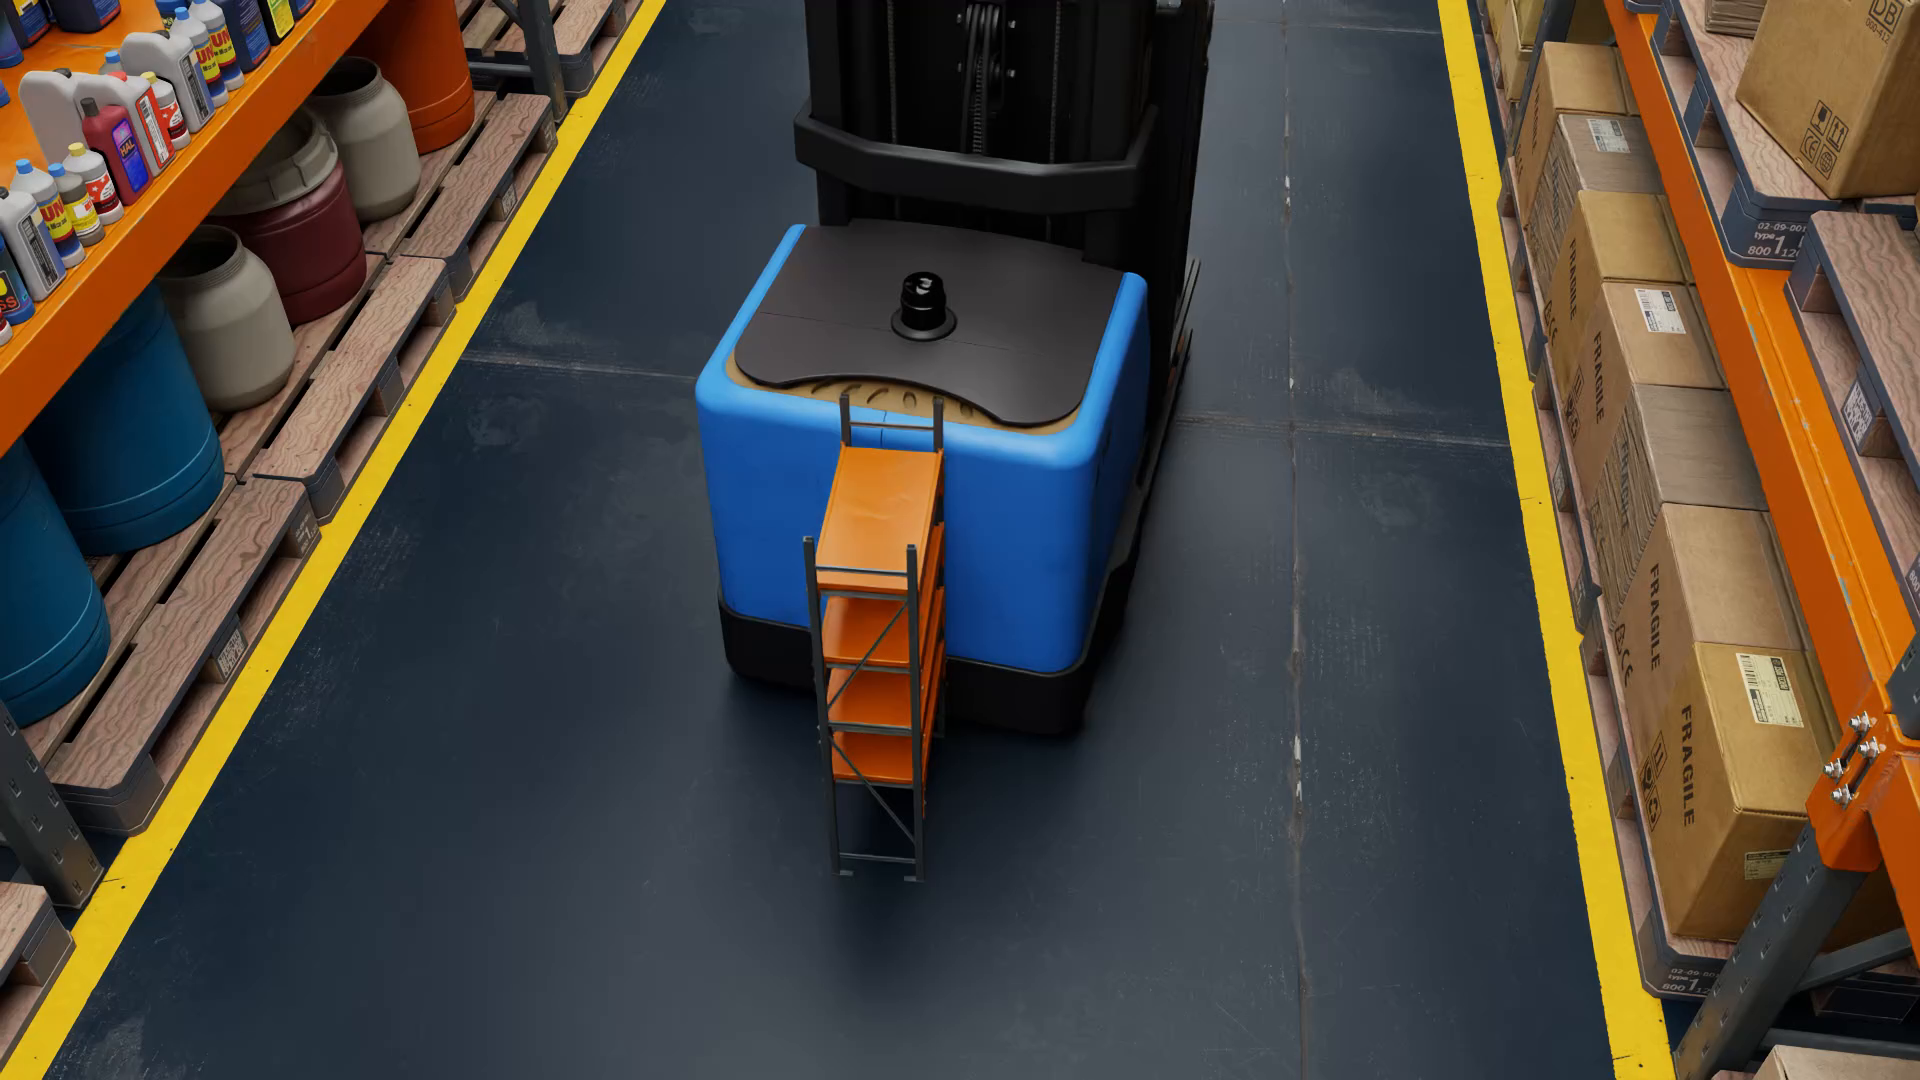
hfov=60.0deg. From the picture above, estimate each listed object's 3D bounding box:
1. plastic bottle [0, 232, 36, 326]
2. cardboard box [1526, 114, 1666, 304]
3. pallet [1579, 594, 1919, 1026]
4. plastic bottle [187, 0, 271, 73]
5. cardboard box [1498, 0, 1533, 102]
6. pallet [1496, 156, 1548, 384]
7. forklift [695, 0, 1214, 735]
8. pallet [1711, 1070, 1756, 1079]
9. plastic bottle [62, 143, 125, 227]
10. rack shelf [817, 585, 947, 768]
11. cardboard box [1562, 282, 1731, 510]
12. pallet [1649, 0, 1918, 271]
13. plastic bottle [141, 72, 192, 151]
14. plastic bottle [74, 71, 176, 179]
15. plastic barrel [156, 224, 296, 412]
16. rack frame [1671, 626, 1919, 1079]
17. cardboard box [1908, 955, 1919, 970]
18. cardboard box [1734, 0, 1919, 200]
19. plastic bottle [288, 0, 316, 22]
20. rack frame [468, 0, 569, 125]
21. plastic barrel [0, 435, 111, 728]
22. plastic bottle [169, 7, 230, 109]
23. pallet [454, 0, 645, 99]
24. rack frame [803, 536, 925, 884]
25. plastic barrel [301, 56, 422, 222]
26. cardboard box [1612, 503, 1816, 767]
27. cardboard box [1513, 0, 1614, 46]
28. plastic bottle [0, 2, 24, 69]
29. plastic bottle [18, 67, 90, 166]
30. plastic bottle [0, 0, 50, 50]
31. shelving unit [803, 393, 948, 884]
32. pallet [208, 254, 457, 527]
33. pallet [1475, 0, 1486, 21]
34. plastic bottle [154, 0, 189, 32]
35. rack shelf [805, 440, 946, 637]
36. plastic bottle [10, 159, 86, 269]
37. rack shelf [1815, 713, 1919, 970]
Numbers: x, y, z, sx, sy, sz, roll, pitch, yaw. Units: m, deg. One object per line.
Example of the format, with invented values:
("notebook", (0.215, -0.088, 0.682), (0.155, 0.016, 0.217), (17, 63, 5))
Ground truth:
("plastic bottle", (-2.231, -0.630, 3.827), (0.097, 0.271, 0.097), (0, 43, 0))
("cardboard box", (2.301, -1.112, 5.741), (0.500, 0.500, 0.500), (4, 44, 4))
("pallet", (2.249, 0.680, 4.379), (1.003, 0.211, 1.213), (5, 44, 6))
("plastic bottle", (-2.087, -1.521, 4.711), (0.144, 0.351, 0.185), (5, 44, 6))
("cardboard box", (2.536, -2.036, 6.913), (0.500, 0.250, 0.500), (6, 44, 7))
("pallet", (2.572, -0.983, 6.135), (1.003, 0.211, 1.213), (5, 44, 6))
("forklift", (0.190, -1.558, 4.764), (1.130, 2.935, 3.031), (10, 44, 11))
("pallet", (2.088, 1.705, 3.296), (1.003, 0.211, 1.213), (5, 44, 6))
("plastic bottle", (-2.175, -0.895, 4.158), (0.097, 0.201, 0.097), (0, 43, 0))
("rack shelf", (-0.186, 0.323, 4.134), (0.258, 0.148, 0.480), (4, 44, 4))
("cardboard box", (2.166, -0.414, 5.004), (0.500, 0.500, 0.500), (4, 44, 4))
("pallet", (2.456, -1.106, 4.376), (1.003, 0.211, 1.213), (5, 44, 6))
("plastic bottle", (-2.126, -1.144, 4.421), (0.097, 0.201, 0.097), (0, 43, 0))
("plastic bottle", (-2.169, -1.095, 4.315), (0.152, 0.276, 0.135), (5, 44, 6))
("plastic barrel", (-2.384, -0.706, 5.318), (0.421, 0.512, 0.421), (0, 43, 0))
("rack frame", (2.179, 0.225, 2.831), (1.000, 3.000, 0.127), (5, 44, 6))
("cardboard box", (2.485, 0.665, 3.864), (0.500, 0.500, 0.500), (3, 44, 4))
("cardboard box", (2.352, -1.174, 3.930), (0.700, 0.500, 0.500), (-5, 44, -5))
("plastic bottle", (-2.045, -1.738, 4.940), (0.144, 0.351, 0.185), (5, 44, 6))
("rack frame", (-2.201, -2.954, 6.188), (1.000, 3.000, 0.127), (5, 44, 6))
("plastic barrel", (-2.641, 0.012, 4.276), (0.600, 0.901, 0.708), (5, 44, 6))
("plastic bottle", (-2.096, -1.328, 4.564), (0.097, 0.271, 0.097), (0, 43, 0))
("pallet", (-2.060, -2.466, 7.701), (1.003, 0.211, 1.213), (5, 44, 6))
("rack frame", (-0.211, 0.441, 3.911), (0.240, 1.200, 0.015), (4, 44, 4))
("plastic barrel", (-2.235, -1.475, 6.131), (0.421, 0.512, 0.421), (0, 43, 0))
("cardboard box", (2.034, 0.274, 4.277), (0.500, 0.500, 0.500), (5, 44, 6))
("cardboard box", (2.533, -2.238, 6.719), (0.500, 0.311, 0.500), (6, 44, 7))
("plastic bottle", (-2.769, -1.489, 4.734), (0.097, 0.271, 0.097), (0, 43, 0))
("plastic bottle", (-2.320, -1.109, 4.330), (0.152, 0.276, 0.135), (5, 44, 6))
("plastic bottle", (-2.787, -1.617, 4.812), (0.144, 0.351, 0.185), (5, 44, 6))
("shelving unit", (-0.186, 0.274, 4.087), (0.258, 1.200, 0.503), (4, 44, 4))
("pallet", (-2.428, -0.571, 5.700), (1.003, 0.211, 1.213), (5, 44, 6))
("pallet", (3.019, -2.875, 8.133), (1.003, 0.211, 1.213), (5, 44, 6))
("plastic bottle", (-2.213, -1.474, 4.718), (0.097, 0.271, 0.097), (0, 43, 0))
("rack shelf", (-0.186, -0.011, 3.817), (0.258, 0.148, 0.480), (4, 44, 4))
("plastic bottle", (-2.200, -0.788, 3.994), (0.097, 0.271, 0.097), (0, 43, 0))
("rack shelf", (1.915, 1.849, 1.639), (1.077, 0.370, 4.000), (5, 44, 6))
